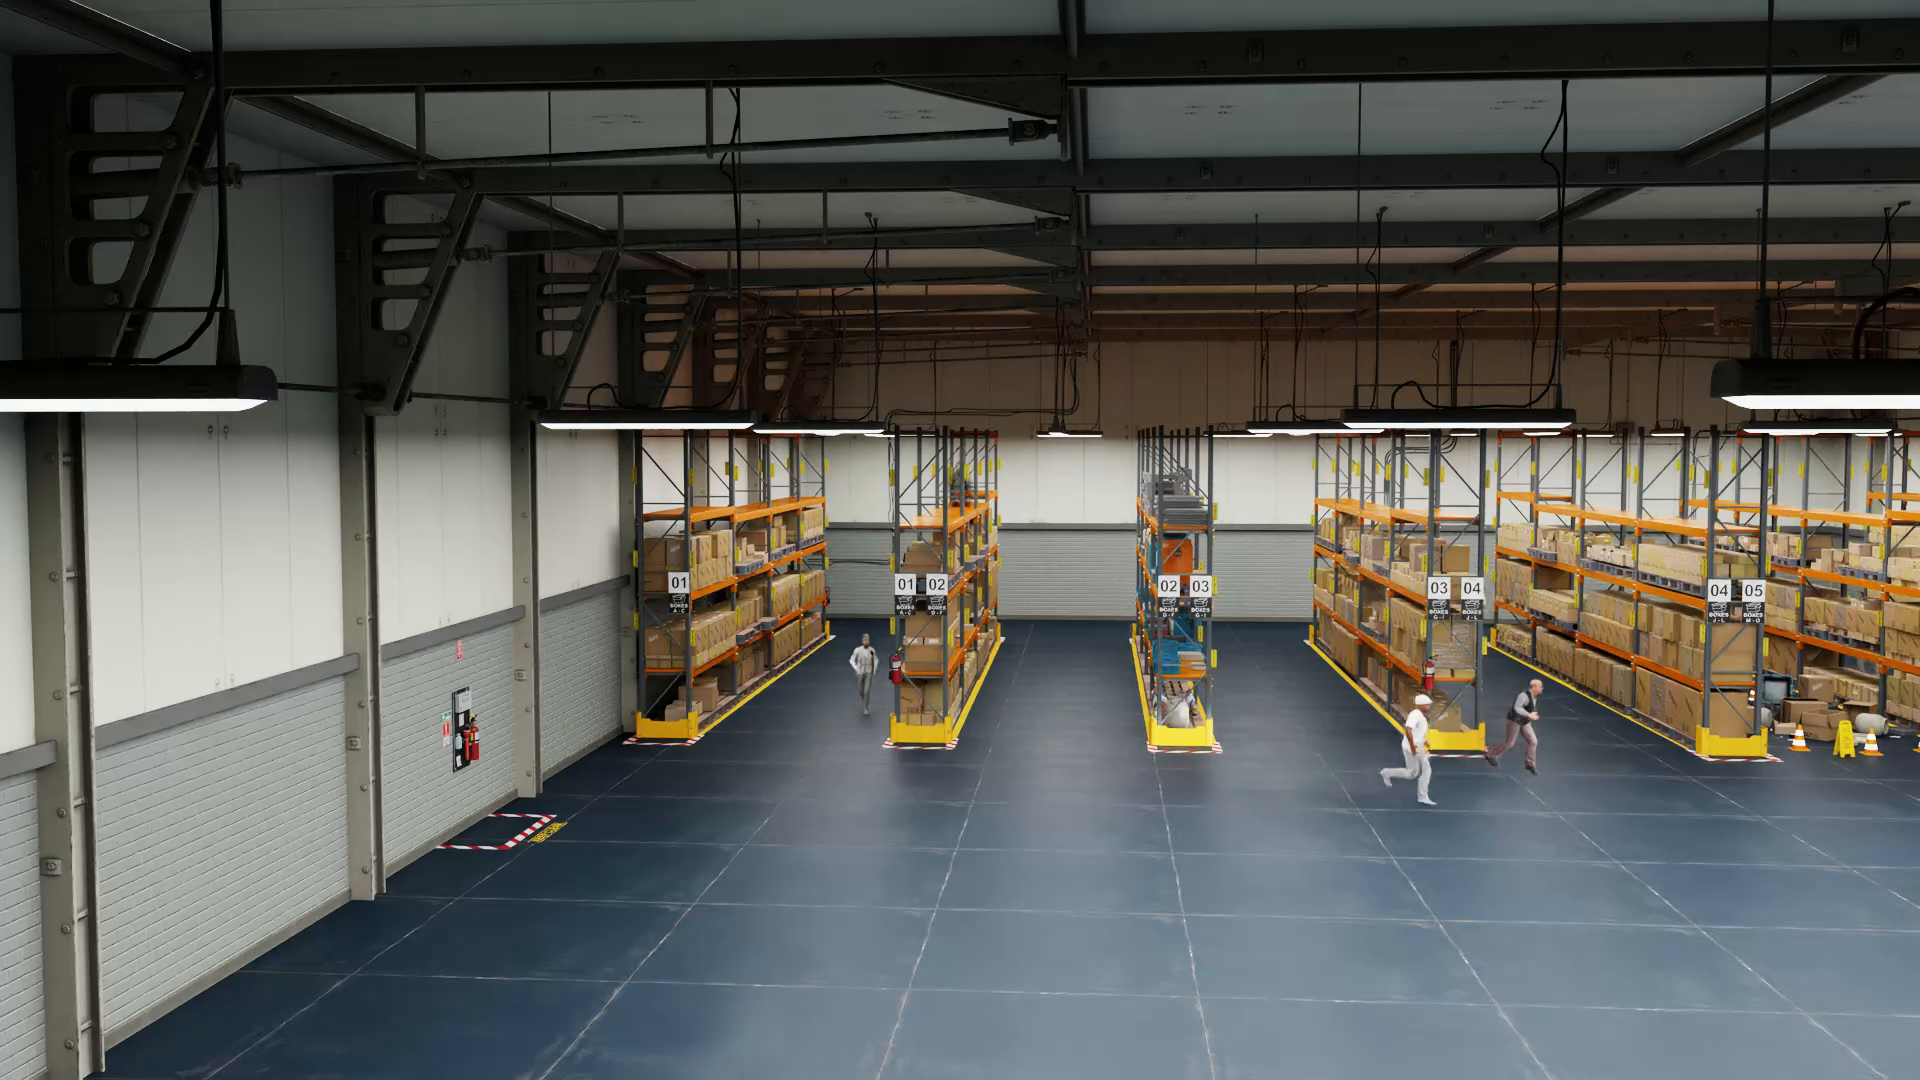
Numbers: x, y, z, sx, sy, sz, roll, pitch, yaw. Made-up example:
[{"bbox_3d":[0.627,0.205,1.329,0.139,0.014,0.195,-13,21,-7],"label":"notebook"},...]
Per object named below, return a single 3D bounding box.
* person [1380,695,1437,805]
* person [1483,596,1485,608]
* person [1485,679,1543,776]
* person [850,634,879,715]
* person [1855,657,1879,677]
[{"bbox_3d":[7.112,3.303,26.285,0.892,1.744,0.709,2,4,28],"label":"person"},{"bbox_3d":[14.576,2.071,47.120,0.537,1.654,0.589,-3,5,-43],"label":"person"},{"bbox_3d":[9.565,3.202,28.699,0.997,1.683,0.701,3,4,40],"label":"person"},{"bbox_3d":[-2.003,2.799,34.956,0.562,1.682,0.626,0,3,-8],"label":"person"},{"bbox_3d":[21.720,2.498,39.826,0.570,1.693,0.865,0,3,4],"label":"person"}]
